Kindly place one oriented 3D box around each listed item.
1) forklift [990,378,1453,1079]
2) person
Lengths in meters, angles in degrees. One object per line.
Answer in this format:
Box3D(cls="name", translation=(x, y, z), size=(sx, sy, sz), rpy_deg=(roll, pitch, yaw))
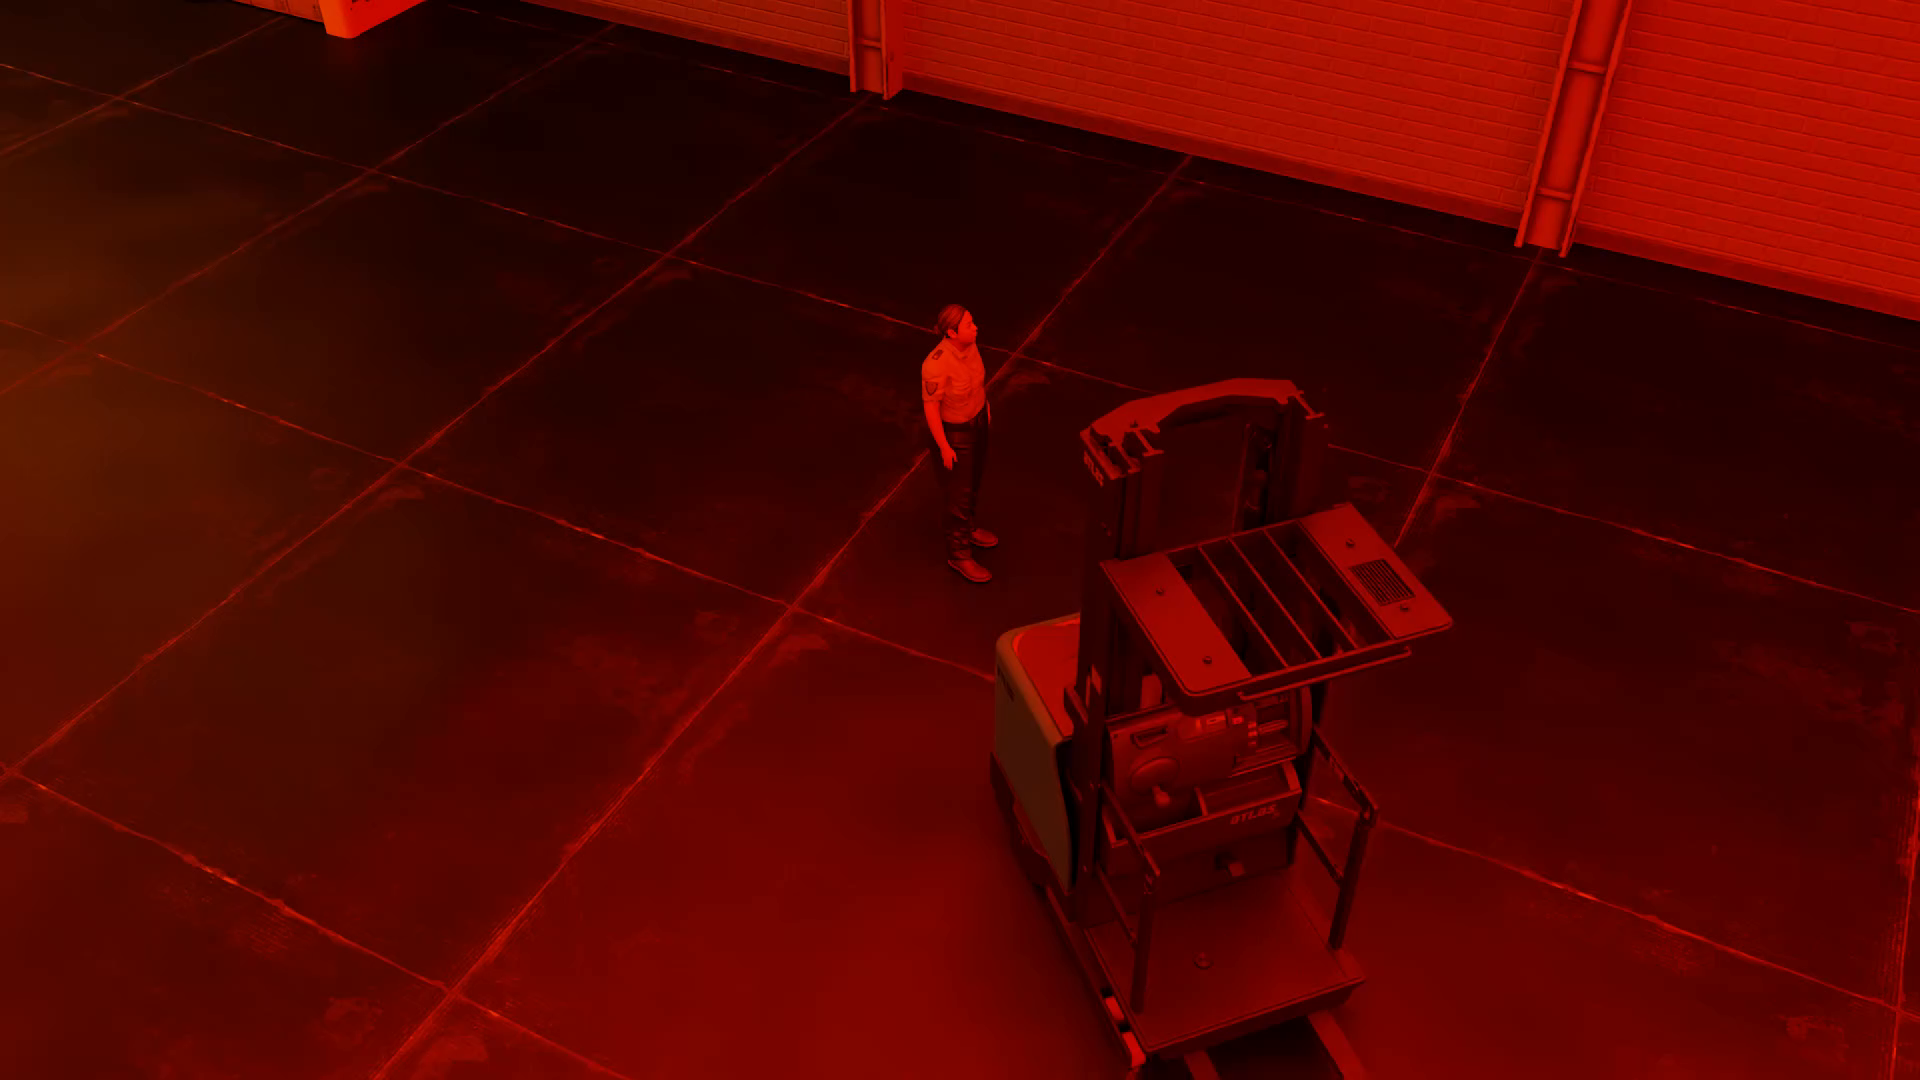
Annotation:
Box3D(cls="forklift", translation=(1.140, 0.935, 6.877), size=(1.130, 2.935, 3.031), rpy_deg=(-13, 42, -15))
Box3D(cls="person", translation=(0.069, -0.597, 9.680), size=(0.503, 1.650, 0.599), rpy_deg=(18, 43, 21))
